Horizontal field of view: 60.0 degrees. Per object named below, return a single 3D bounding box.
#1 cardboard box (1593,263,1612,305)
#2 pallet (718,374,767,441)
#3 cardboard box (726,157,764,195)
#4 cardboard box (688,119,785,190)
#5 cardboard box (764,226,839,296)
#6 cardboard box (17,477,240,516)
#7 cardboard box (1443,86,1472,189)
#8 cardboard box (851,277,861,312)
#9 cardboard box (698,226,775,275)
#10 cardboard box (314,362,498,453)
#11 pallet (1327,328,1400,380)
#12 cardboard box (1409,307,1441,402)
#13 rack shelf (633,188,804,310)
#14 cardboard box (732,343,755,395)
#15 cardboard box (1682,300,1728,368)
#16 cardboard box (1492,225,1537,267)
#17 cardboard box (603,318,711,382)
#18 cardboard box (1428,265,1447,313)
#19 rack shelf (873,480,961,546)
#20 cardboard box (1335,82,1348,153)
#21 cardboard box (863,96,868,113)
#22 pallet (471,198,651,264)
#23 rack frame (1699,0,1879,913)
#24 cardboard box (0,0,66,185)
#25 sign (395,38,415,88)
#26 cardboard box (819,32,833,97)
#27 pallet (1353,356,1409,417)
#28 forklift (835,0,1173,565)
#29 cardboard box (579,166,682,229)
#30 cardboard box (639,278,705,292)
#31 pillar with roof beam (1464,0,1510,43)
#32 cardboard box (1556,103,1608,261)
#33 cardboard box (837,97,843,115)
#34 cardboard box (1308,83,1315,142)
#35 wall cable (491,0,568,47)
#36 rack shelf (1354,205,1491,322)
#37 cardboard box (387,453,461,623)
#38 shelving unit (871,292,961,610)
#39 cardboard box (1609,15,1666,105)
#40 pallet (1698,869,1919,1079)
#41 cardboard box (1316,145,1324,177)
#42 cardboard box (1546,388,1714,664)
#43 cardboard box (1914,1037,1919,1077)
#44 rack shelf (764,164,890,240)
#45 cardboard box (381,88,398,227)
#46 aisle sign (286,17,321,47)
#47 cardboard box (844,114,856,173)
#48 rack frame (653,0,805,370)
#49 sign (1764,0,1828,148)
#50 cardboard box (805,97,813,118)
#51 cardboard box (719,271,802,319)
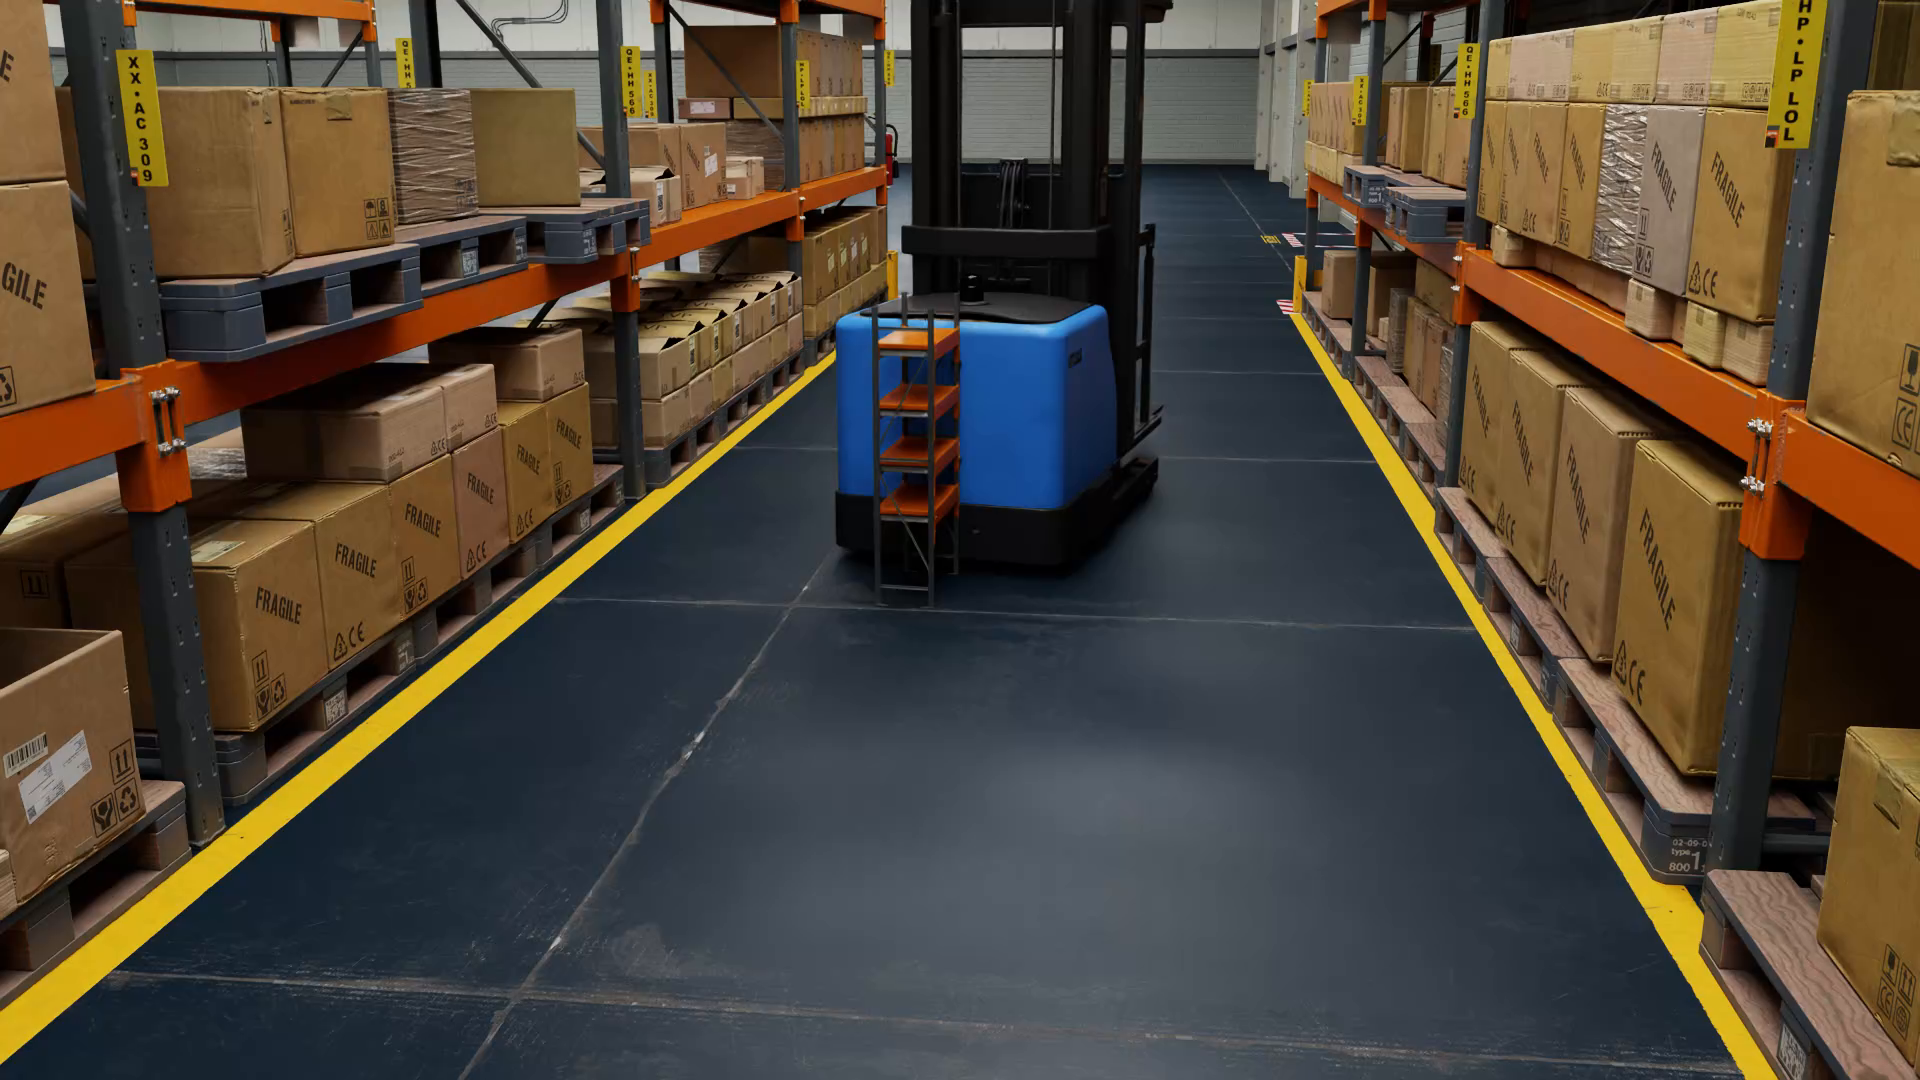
[{"bbox_3d":[2.353,-0.869,5.572,0.380,0.149,0.250,2,15,8],"label":"cardboard box"},{"bbox_3d":[-1.832,-0.852,10.408,1.003,0.211,1.213,2,15,6],"label":"pallet"},{"bbox_3d":[-1.664,-2.506,11.471,0.500,0.250,0.500,3,15,10],"label":"cardboard box"},{"bbox_3d":[-1.608,-2.871,12.342,0.700,0.500,0.500,1,15,5],"label":"cardboard box"},{"bbox_3d":[-1.240,-2.186,13.026,0.500,0.500,0.500,2,15,6],"label":"cardboard box"},{"bbox_3d":[-2.720,0.097,5.502,0.500,0.500,0.500,2,15,6],"label":"cardboard box"},{"bbox_3d":[2.898,-2.054,8.477,0.700,0.500,0.500,0,15,1],"label":"cardboard box"},{"bbox_3d":[-1.125,-2.083,14.083,0.500,0.250,0.500,2,15,6],"label":"cardboard box"},{"bbox_3d":[-1.749,-2.201,13.082,0.500,0.500,0.500,2,15,6],"label":"cardboard box"},{"bbox_3d":[-2.089,-0.508,6.304,0.500,0.250,0.500,1,15,5],"label":"cardboard box"},{"bbox_3d":[3.311,-1.392,12.405,1.003,0.211,1.213,2,15,6],"label":"pallet"},{"bbox_3d":[3.098,-1.110,9.968,0.700,0.500,0.500,2,15,7],"label":"cardboard box"},{"bbox_3d":[-1.878,-1.842,10.104,1.077,0.370,4.000,2,15,6],"label":"rack shelf"},{"bbox_3d":[-1.586,-1.071,10.340,0.500,0.250,0.500,2,15,7],"label":"cardboard box"},{"bbox_3d":[2.130,-0.538,4.349,0.380,0.149,0.250,2,15,7],"label":"cardboard box"},{"bbox_3d":[2.401,-1.204,6.809,0.380,0.149,0.250,2,15,8],"label":"cardboard box"},{"bbox_3d":[-1.702,-1.080,9.298,0.500,0.311,0.500,1,15,5],"label":"cardboard box"},{"bbox_3d":[3.103,-1.490,9.934,0.500,0.250,0.500,1,15,5],"label":"cardboard box"},{"bbox_3d":[-0.172,-0.115,6.805,0.258,0.148,0.480,3,15,11],"label":"rack shelf"},{"bbox_3d":[3.067,-3.123,12.278,0.500,0.500,0.500,2,15,6],"label":"cardboard box"},{"bbox_3d":[-1.054,-4.002,15.281,0.380,0.149,0.250,1,15,5],"label":"cardboard box"},{"bbox_3d":[-2.110,-1.400,7.459,1.213,0.211,1.003,2,15,6],"label":"pallet"},{"bbox_3d":[2.368,-0.488,3.720,1.000,3.000,0.127,2,15,6],"label":"rack frame"},{"bbox_3d":[-2.355,-1.025,3.599,0.500,0.500,0.500,2,15,7],"label":"cardboard box"},{"bbox_3d":[-2.655,-2.245,7.998,0.100,0.325,0.005,2,15,6],"label":"sign"},{"bbox_3d":[-1.438,-3.888,13.617,0.700,0.500,0.500,2,15,6],"label":"cardboard box"},{"bbox_3d":[3.184,-1.015,11.010,1.003,0.211,1.213,2,15,6],"label":"pallet"},{"bbox_3d":[0.396,-1.649,8.145,1.130,2.935,3.031,5,16,17],"label":"forklift"},{"bbox_3d":[-1.810,-1.853,8.941,0.500,0.311,0.500,2,15,6],"label":"cardboard box"},{"bbox_3d":[-2.008,-1.624,11.311,0.500,0.311,0.500,2,15,6],"label":"cardboard box"},{"bbox_3d":[0.225,-6.416,14.150,9.100,9.000,0.400,2,15,6],"label":"pillar with roof beam"},{"bbox_3d":[2.334,-1.209,5.586,0.500,0.500,0.500,2,15,8],"label":"cardboard box"},{"bbox_3d":[-1.199,-3.666,14.038,0.380,0.149,0.250,2,15,8],"label":"cardboard box"},{"bbox_3d":[3.369,-3.784,14.723,0.500,0.500,0.500,2,15,6],"label":"cardboard box"},{"bbox_3d":[-12.334,-17.081,47.075,2.305,6.003,0.169,2,15,6],"label":"wall cable"},{"bbox_3d":[3.045,-1.697,9.568,1.077,0.370,4.000,2,15,6],"label":"rack shelf"},{"bbox_3d":[-2.145,-0.025,5.953,0.500,0.500,0.500,2,15,7],"label":"cardboard box"},{"bbox_3d":[-0.171,-0.371,6.736,0.258,1.200,0.503,3,15,11],"label":"shelving unit"},{"bbox_3d":[2.291,-1.445,5.022,0.500,0.250,0.500,2,15,7],"label":"cardboard box"},{"bbox_3d":[2.204,1.053,3.363,1.003,0.211,1.213,2,15,6],"label":"pallet"},{"bbox_3d":[3.243,-3.153,13.825,0.500,0.250,0.500,1,15,5],"label":"cardboard box"},{"bbox_3d":[2.409,-0.056,5.436,0.750,0.750,0.750,2,15,8],"label":"cardboard box"},{"bbox_3d":[2.121,0.837,2.803,0.700,0.500,0.500,2,15,6],"label":"cardboard box"},{"bbox_3d":[-1.426,-2.879,13.941,1.077,0.370,4.000,2,15,6],"label":"rack shelf"},{"bbox_3d":[-2.417,-1.344,5.889,0.700,0.500,0.500,-2,15,-8],"label":"cardboard box"},{"bbox_3d":[-6.405,-5.174,16.070,0.394,0.787,0.004,2,15,6],"label":"aisle sign"},{"bbox_3d":[-1.321,-3.536,14.802,0.700,0.500,0.500,2,15,8],"label":"cardboard box"},{"bbox_3d":[-1.652,-2.708,11.929,1.000,3.000,0.127,2,15,6],"label":"rack frame"},{"bbox_3d":[1.827,-1.022,3.629,0.100,0.325,0.005,2,15,6],"label":"sign"},{"bbox_3d":[-1.345,-3.333,12.808,0.380,0.149,0.250,2,15,6],"label":"cardboard box"},{"bbox_3d":[-1.413,-1.740,11.740,0.500,0.311,0.500,2,15,6],"label":"cardboard box"}]
